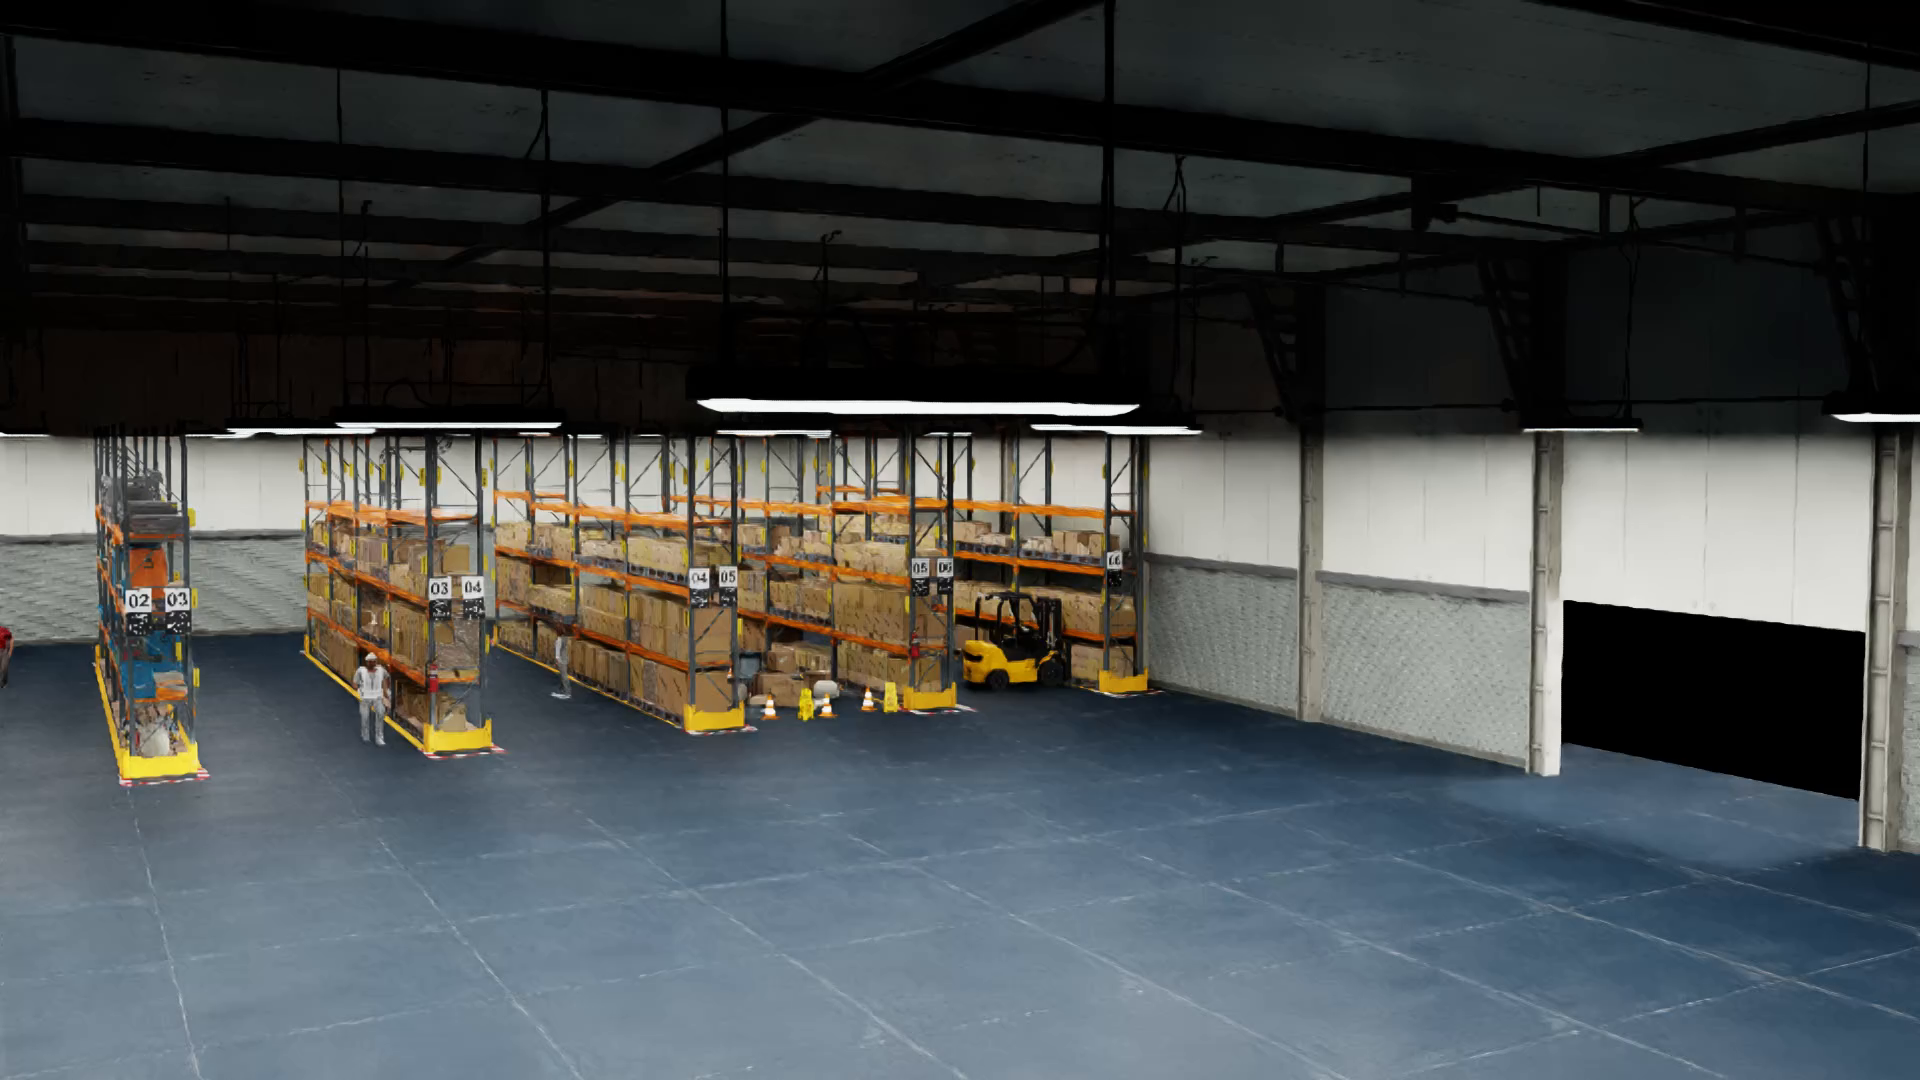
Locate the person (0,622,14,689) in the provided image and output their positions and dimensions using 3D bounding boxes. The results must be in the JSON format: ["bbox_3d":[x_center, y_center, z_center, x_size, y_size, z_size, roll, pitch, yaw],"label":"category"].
[{"bbox_3d":[-21.991,2.591,37.968,0.682,1.676,0.535,-2,4,-30],"label":"person"}]

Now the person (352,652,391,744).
[{"bbox_3d":[-11.079,2.962,31.338,0.721,1.716,0.843,-2,4,-24],"label":"person"}]

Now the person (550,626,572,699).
[{"bbox_3d":[-8.833,2.686,36.769,0.527,1.592,0.512,0,3,3],"label":"person"}]
